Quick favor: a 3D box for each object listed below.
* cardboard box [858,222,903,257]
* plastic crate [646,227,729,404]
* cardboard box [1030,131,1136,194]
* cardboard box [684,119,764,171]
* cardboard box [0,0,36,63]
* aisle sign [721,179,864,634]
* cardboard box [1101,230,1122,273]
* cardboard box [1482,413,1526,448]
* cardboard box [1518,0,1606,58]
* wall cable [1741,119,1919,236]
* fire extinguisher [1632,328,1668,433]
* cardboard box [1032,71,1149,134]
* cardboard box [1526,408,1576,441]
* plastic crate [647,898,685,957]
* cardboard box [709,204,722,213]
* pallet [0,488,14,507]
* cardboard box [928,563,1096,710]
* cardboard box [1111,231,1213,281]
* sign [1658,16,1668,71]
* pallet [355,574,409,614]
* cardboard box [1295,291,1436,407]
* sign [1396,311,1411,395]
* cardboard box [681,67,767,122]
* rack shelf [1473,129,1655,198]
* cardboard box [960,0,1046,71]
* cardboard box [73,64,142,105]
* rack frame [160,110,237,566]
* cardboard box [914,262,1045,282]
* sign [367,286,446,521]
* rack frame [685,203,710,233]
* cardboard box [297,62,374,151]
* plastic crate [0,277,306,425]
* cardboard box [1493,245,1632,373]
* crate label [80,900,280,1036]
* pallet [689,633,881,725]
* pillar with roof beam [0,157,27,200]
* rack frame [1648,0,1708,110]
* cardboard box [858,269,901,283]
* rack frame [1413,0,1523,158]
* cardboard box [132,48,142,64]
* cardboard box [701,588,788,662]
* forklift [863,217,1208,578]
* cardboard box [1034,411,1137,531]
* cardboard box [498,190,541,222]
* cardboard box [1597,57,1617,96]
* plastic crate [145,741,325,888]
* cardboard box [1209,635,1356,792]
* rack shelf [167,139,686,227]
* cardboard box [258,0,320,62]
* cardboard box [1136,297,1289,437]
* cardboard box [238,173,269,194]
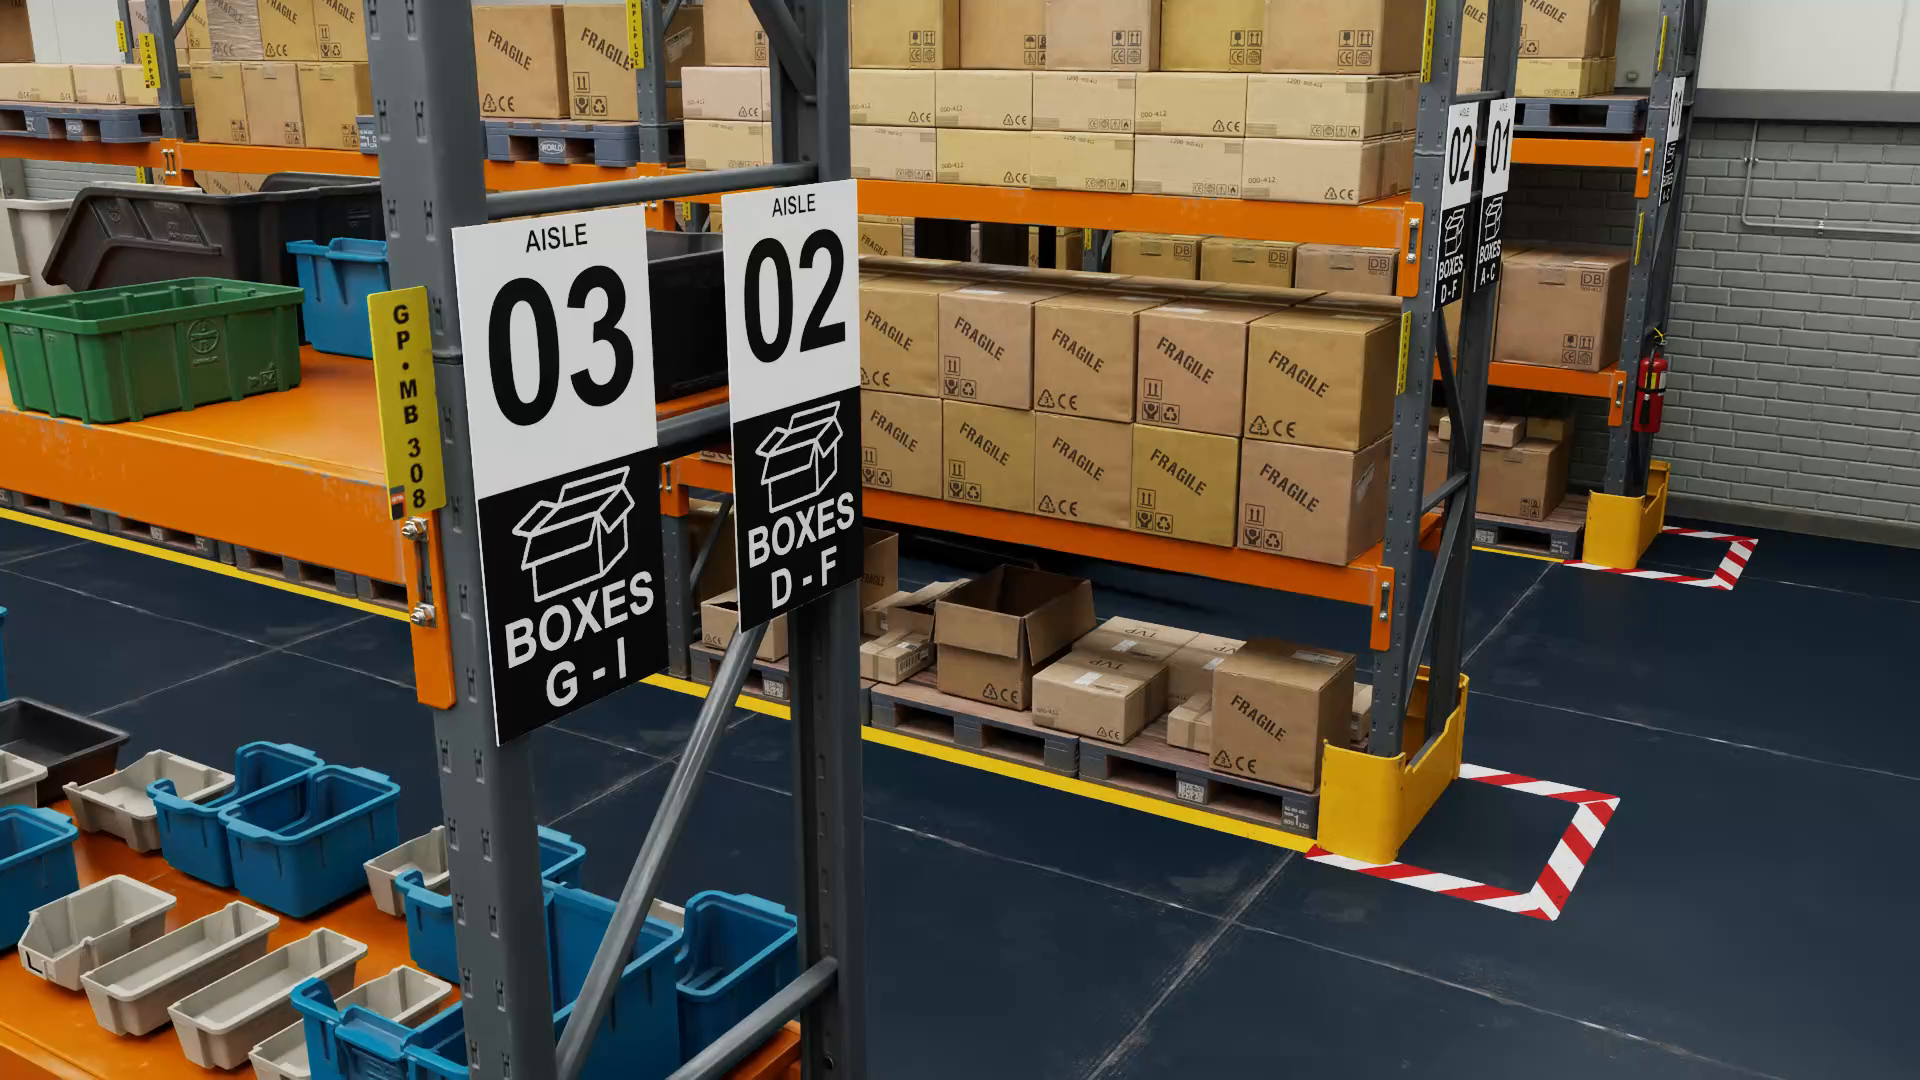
[{"bbox_3d":[-0.556,-2.446,14.055,0.500,0.500,0.500,11,20,32],"label":"cardboard box"},{"bbox_3d":[-0.698,-0.448,3.260,0.590,0.269,0.497,10,20,30],"label":"plastic crate"},{"bbox_3d":[0.651,-1.702,7.421,0.500,0.250,0.500,10,20,30],"label":"cardboard box"},{"bbox_3d":[-1.044,-2.011,8.438,0.500,0.250,0.500,10,20,30],"label":"cardboard box"},{"bbox_3d":[-7.143,-3.738,12.112,0.500,0.500,0.500,12,21,35],"label":"cardboard box"},{"bbox_3d":[-0.299,-0.255,3.086,0.004,0.787,0.394,10,20,30],"label":"aisle sign"},{"bbox_3d":[1.000,-2.342,13.713,0.500,0.500,0.500,9,19,28],"label":"cardboard box"},{"bbox_3d":[3.815,-0.773,11.728,0.250,0.149,0.380,10,19,29],"label":"cardboard box"},{"bbox_3d":[3.903,-3.417,10.880,0.500,0.500,0.500,10,20,30],"label":"cardboard box"},{"bbox_3d":[6.255,-1.927,11.317,1.851,1.984,0.084,10,20,30],"label":"wall cable"},{"bbox_3d":[4.556,-1.049,10.949,0.183,0.674,0.296,10,20,30],"label":"fire extinguisher"},{"bbox_3d":[0.658,-1.945,7.360,0.500,0.250,0.500,10,20,30],"label":"cardboard box"},{"bbox_3d":[4.231,-0.829,11.912,0.250,0.149,0.380,10,20,30],"label":"cardboard box"},{"bbox_3d":[-0.784,0.961,3.907,0.298,0.136,0.250,10,20,30],"label":"plastic crate"},{"bbox_3d":[-1.871,-3.040,14.719,0.500,0.250,0.500,11,20,31],"label":"cardboard box"},{"bbox_3d":[-7.497,-0.563,13.371,1.213,0.211,1.003,10,20,30],"label":"pallet"},{"bbox_3d":[0.275,0.486,8.659,0.637,0.503,0.797,10,20,30],"label":"cardboard box"},{"bbox_3d":[1.714,-2.067,13.009,0.700,0.700,0.980,10,20,31],"label":"cardboard box"},{"bbox_3d":[4.373,-3.090,10.346,0.005,0.325,0.100,10,20,30],"label":"sign"},{"bbox_3d":[-3.085,0.252,10.689,1.213,0.211,1.003,10,20,30],"label":"pallet"},{"bbox_3d":[1.840,-0.833,7.571,0.500,0.500,0.500,11,20,32],"label":"cardboard box"},{"bbox_3d":[1.772,-0.745,6.637,0.005,0.325,0.100,10,20,30],"label":"sign"},{"bbox_3d":[-1.044,-2.250,8.364,0.500,0.250,0.500,10,20,30],"label":"cardboard box"},{"bbox_3d":[2.965,-2.797,12.005,4.000,0.370,1.077,10,20,30],"label":"rack shelf"},{"bbox_3d":[0.392,-2.456,7.751,0.500,0.500,0.700,10,20,30],"label":"cardboard box"},{"bbox_3d":[-5.609,-3.086,11.254,0.500,0.250,0.500,11,20,32],"label":"cardboard box"},{"bbox_3d":[-4.737,-1.391,11.300,0.127,3.000,1.000,10,20,30],"label":"rack frame"},{"bbox_3d":[0.105,-1.142,8.588,0.500,0.500,0.500,10,20,30],"label":"cardboard box"},{"bbox_3d":[-0.790,-0.195,2.380,0.005,0.325,0.100,10,20,30],"label":"sign"},{"bbox_3d":[-2.148,-2.619,15.341,0.127,3.000,1.000,10,20,30],"label":"rack frame"},{"bbox_3d":[-3.470,-2.660,10.143,0.500,0.500,0.910,10,20,30],"label":"cardboard box"},{"bbox_3d":[-1.506,-0.361,3.113,0.336,0.188,0.450,10,20,30],"label":"plastic crate"},{"bbox_3d":[4.229,-1.620,11.538,0.700,0.700,0.980,11,20,33],"label":"cardboard box"},{"bbox_3d":[-1.795,0.986,3.824,0.243,0.136,0.396,10,20,30],"label":"crate label"},{"bbox_3d":[-0.744,0.656,9.358,1.213,0.211,1.003,10,20,30],"label":"pallet"},{"bbox_3d":[-15.281,-6.660,18.324,0.400,9.000,9.100,10,20,30],"label":"pillar with roof beam"},{"bbox_3d":[4.669,-4.272,10.463,0.127,3.000,1.000,10,20,30],"label":"rack frame"},{"bbox_3d":[-0.635,-1.089,8.414,0.500,0.500,0.500,9,19,28],"label":"cardboard box"},{"bbox_3d":[2.080,-3.045,6.422,0.127,3.000,1.000,10,20,30],"label":"rack frame"},{"bbox_3d":[-8.811,-5.215,18.522,0.500,0.500,0.500,11,20,31],"label":"cardboard box"},{"bbox_3d":[-1.084,0.411,9.237,0.500,0.311,0.500,10,20,30],"label":"cardboard box"},{"bbox_3d":[0.509,-1.295,11.101,3.031,2.935,1.130,12,21,34],"label":"forklift"},{"bbox_3d":[0.689,-0.378,7.793,0.500,0.500,0.500,10,20,30],"label":"cardboard box"},{"bbox_3d":[-4.091,-3.220,16.393,0.500,0.500,0.700,13,21,38],"label":"cardboard box"},{"bbox_3d":[4.175,-3.186,11.411,0.500,0.250,0.500,11,20,33],"label":"cardboard box"},{"bbox_3d":[-1.932,0.738,4.475,0.300,0.233,0.416,10,20,30],"label":"plastic crate"},{"bbox_3d":[1.488,0.790,7.665,0.500,0.500,0.500,10,20,30],"label":"cardboard box"},{"bbox_3d":[-3.033,-2.178,9.967,4.000,0.370,1.077,10,20,30],"label":"rack shelf"},{"bbox_3d":[-3.934,-3.207,10.225,0.500,0.500,0.500,10,20,30],"label":"cardboard box"},{"bbox_3d":[1.126,-0.777,7.385,0.500,0.500,0.500,11,20,32],"label":"cardboard box"},{"bbox_3d":[-7.416,-3.752,18.004,0.500,0.500,0.500,11,20,32],"label":"cardboard box"}]
